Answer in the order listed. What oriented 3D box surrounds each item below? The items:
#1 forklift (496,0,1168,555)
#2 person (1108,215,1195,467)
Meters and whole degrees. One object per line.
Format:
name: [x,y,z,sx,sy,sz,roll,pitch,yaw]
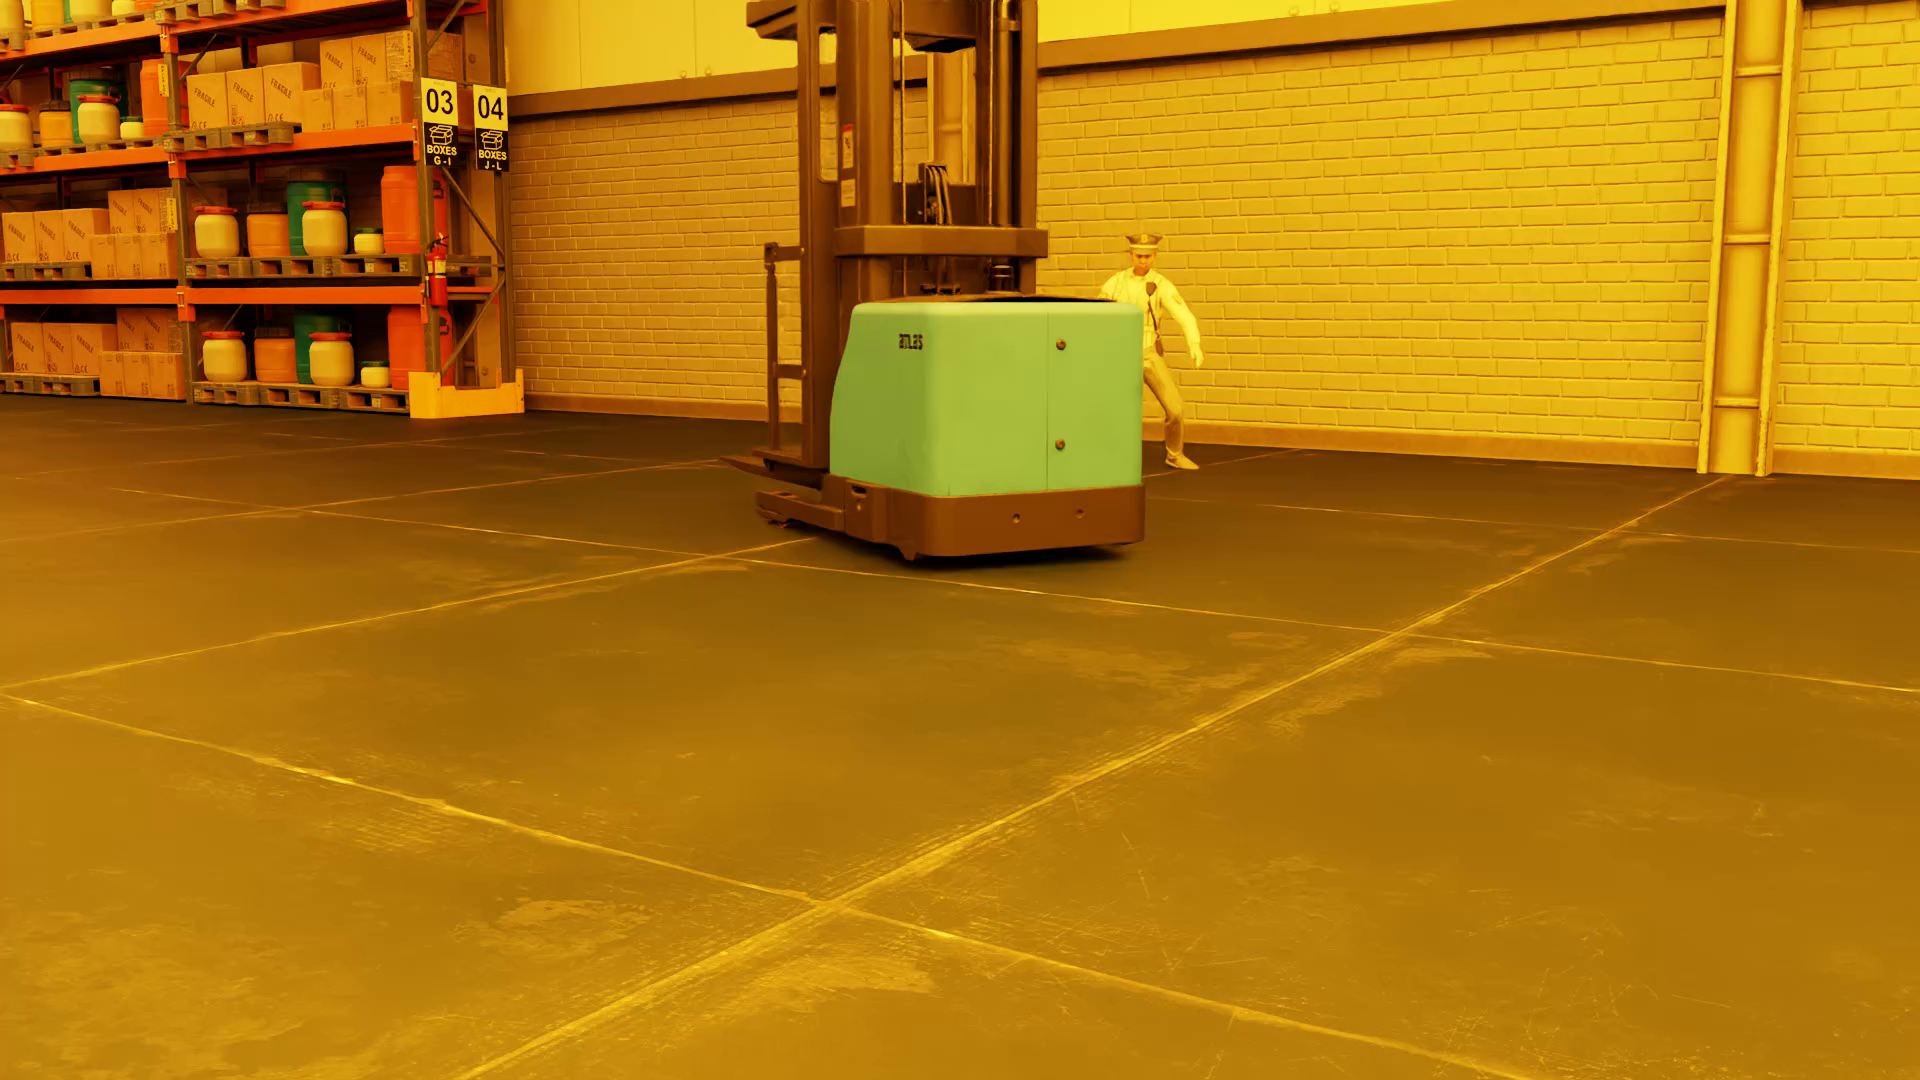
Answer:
forklift: [-0.596,-1.469,7.520,3.031,2.935,1.130,2,8,12]
person: [1.245,-1.324,11.076,0.675,1.649,0.388,3,9,22]
